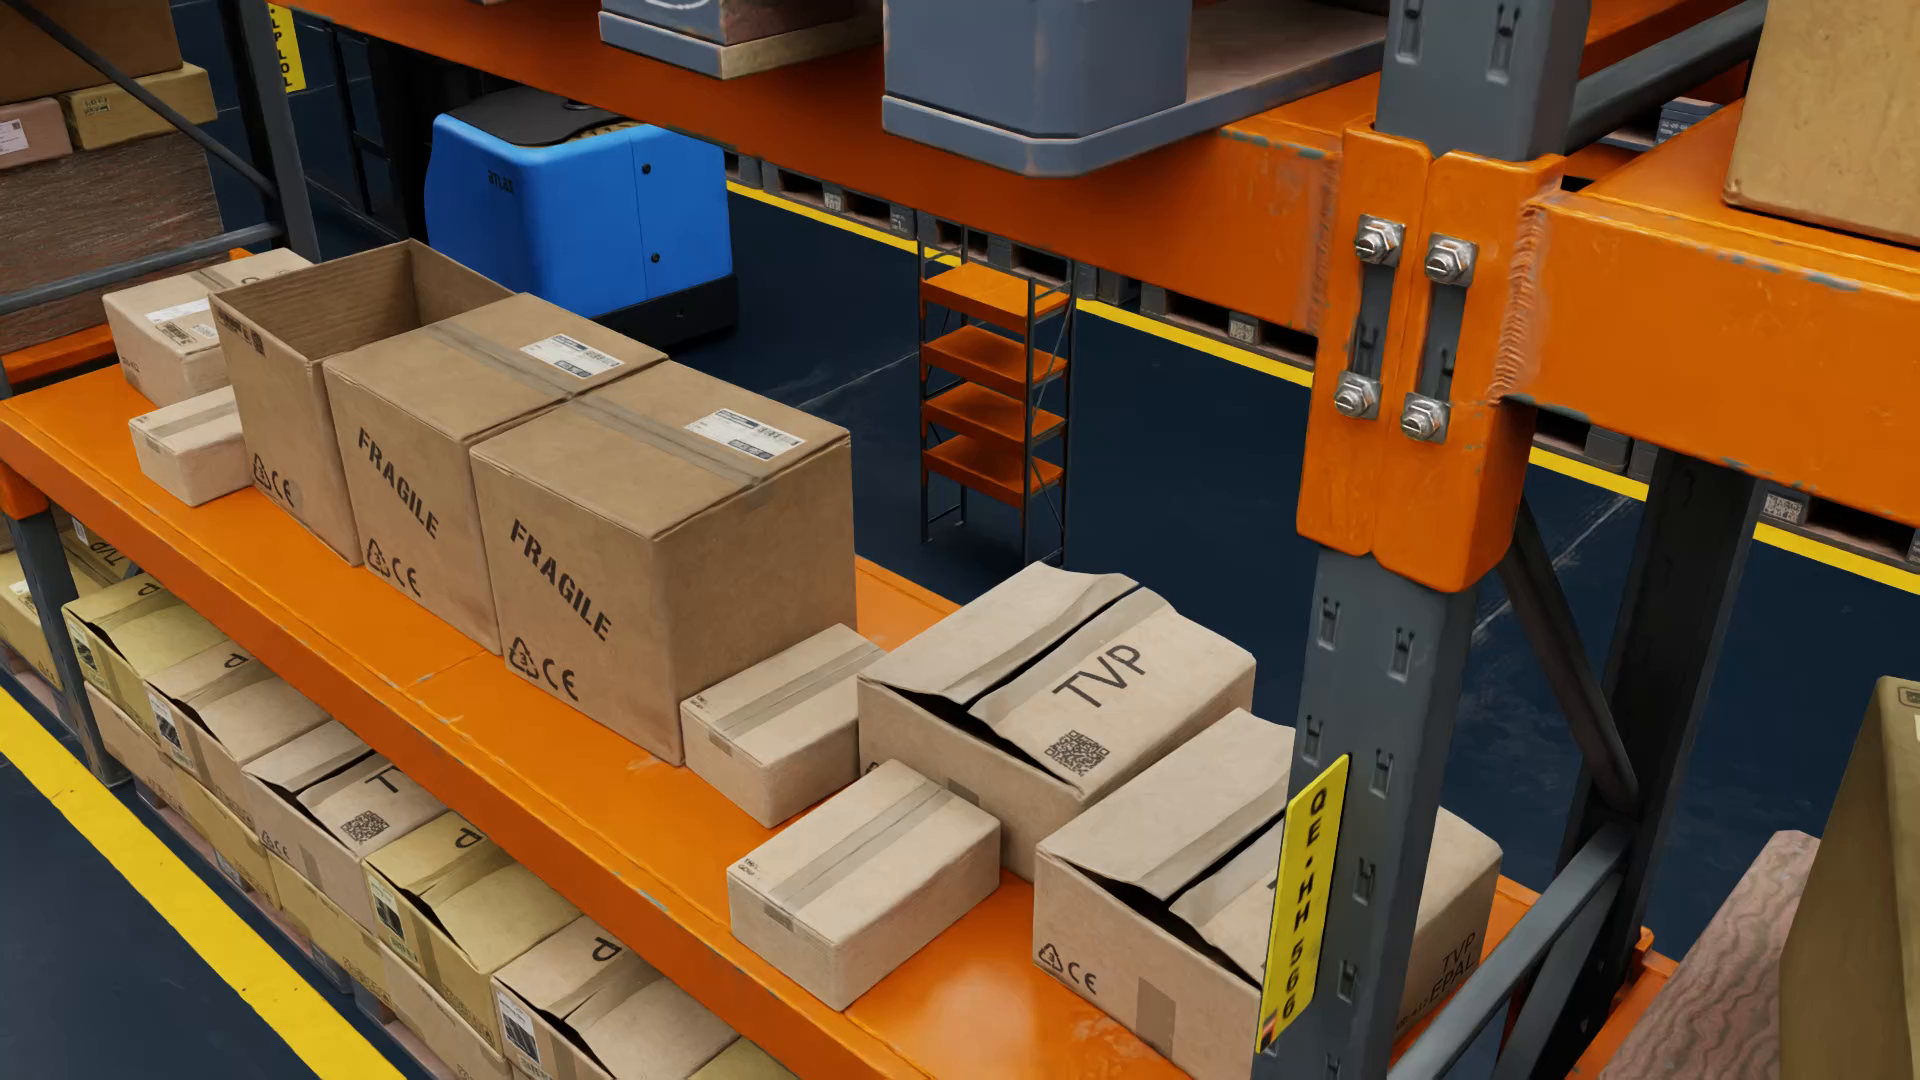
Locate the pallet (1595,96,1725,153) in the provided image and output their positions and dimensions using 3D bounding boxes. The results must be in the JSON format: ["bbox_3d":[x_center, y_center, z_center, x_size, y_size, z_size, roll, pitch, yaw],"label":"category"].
[{"bbox_3d":[2.529,-1.840,6.585,1.213,0.211,1.003,25,39,35],"label":"pallet"}]

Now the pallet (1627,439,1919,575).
[{"bbox_3d":[3.446,-0.330,6.593,1.213,0.211,1.003,25,39,35],"label":"pallet"}]

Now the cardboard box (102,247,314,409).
[{"bbox_3d":[-1.869,-0.524,4.358,0.500,0.250,0.500,-27,40,-37],"label":"cardboard box"}]

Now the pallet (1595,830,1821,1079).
[{"bbox_3d":[1.252,0.932,1.979,1.003,0.211,1.213,25,39,35],"label":"pallet"}]

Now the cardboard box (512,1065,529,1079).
[{"bbox_3d":[-0.607,1.199,3.608,0.500,0.250,0.500,26,40,36],"label":"cardboard box"}]

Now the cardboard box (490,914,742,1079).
[{"bbox_3d":[-0.613,0.960,3.462,0.500,0.311,0.500,25,39,35],"label":"cardboard box"}]

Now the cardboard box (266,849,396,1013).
[{"bbox_3d":[-1.366,0.846,4.195,0.500,0.250,0.500,24,38,34],"label":"cardboard box"}]

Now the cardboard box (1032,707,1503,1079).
[{"bbox_3d":[0.462,0.538,2.535,0.500,0.311,0.500,-27,40,-37],"label":"cardboard box"}]

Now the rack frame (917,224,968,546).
[{"bbox_3d":[-0.058,-0.541,5.986,0.015,1.200,0.240,25,39,35],"label":"rack frame"}]

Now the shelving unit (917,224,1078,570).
[{"bbox_3d":[0.123,-0.457,5.845,0.503,1.200,0.258,25,39,35],"label":"shelving unit"}]

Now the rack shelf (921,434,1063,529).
[{"bbox_3d":[0.123,-0.229,5.982,0.480,0.148,0.258,25,39,35],"label":"rack shelf"}]

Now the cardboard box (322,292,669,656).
[{"bbox_3d":[-0.943,-0.157,3.506,0.500,0.500,0.500,25,39,35],"label":"cardboard box"}]

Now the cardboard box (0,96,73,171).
[{"bbox_3d":[-2.608,-1.075,4.401,0.250,0.149,0.380,25,39,35],"label":"cardboard box"}]

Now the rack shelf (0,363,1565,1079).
[{"bbox_3d":[-0.780,0.258,3.610,4.000,0.370,1.077,25,39,35],"label":"rack shelf"}]

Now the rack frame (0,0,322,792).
[{"bbox_3d":[-2.263,-0.742,4.574,0.127,3.000,1.000,25,39,35],"label":"rack frame"}]

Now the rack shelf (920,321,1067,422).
[{"bbox_3d":[0.123,-0.591,5.765,0.480,0.148,0.258,25,39,35],"label":"rack shelf"}]

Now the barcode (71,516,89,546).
[{"bbox_3d":[-2.353,-0.023,4.447,0.075,0.075,0.001,25,39,35],"label":"barcode"}]

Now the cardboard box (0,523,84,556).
[{"bbox_3d":[-3.118,0.002,5.597,0.500,0.250,0.500,25,39,35],"label":"cardboard box"}]

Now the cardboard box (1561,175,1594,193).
[{"bbox_3d":[2.690,-1.319,6.802,0.500,0.250,0.500,25,39,35],"label":"cardboard box"}]

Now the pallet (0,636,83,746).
[{"bbox_3d":[-2.825,0.161,5.777,1.213,0.211,1.003,25,39,35],"label":"pallet"}]

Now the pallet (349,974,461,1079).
[{"bbox_3d":[-0.782,1.115,4.193,1.213,0.211,1.003,25,39,35],"label":"pallet"}]

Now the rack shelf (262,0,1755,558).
[{"bbox_3d":[-0.780,-1.027,2.836,4.000,0.370,1.077,25,39,35],"label":"rack shelf"}]

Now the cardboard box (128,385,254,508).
[{"bbox_3d":[-1.743,-0.250,4.000,0.250,0.149,0.380,25,39,35],"label":"cardboard box"}]

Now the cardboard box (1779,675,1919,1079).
[{"bbox_3d":[1.245,0.594,1.850,0.500,0.500,0.700,12,33,19],"label":"cardboard box"}]

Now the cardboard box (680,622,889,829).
[{"bbox_3d":[-0.281,0.330,3.037,0.380,0.149,0.250,-26,40,-36],"label":"cardboard box"}]

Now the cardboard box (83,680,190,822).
[{"bbox_3d":[-2.130,0.490,4.786,0.500,0.250,0.500,24,38,34],"label":"cardboard box"}]

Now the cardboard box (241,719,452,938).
[{"bbox_3d":[-1.372,0.608,4.047,0.500,0.311,0.500,24,38,34],"label":"cardboard box"}]

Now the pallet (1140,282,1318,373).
[{"bbox_3d":[1.636,-1.174,7.996,1.213,0.211,1.003,25,39,35],"label":"pallet"}]

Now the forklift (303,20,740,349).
[{"bbox_3d":[-2.395,-2.636,7.787,1.130,2.935,3.031,-25,39,-35],"label":"forklift"}]

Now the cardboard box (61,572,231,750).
[{"bbox_3d":[-2.124,0.254,4.635,0.500,0.311,0.500,25,39,35],"label":"cardboard box"}]

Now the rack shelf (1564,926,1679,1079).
[{"bbox_3d":[2.186,1.643,1.310,4.000,0.370,1.077,25,39,35],"label":"rack shelf"}]

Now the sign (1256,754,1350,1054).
[{"bbox_3d":[0.333,0.360,1.622,0.005,0.325,0.100,25,39,35],"label":"sign"}]

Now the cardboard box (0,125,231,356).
[{"bbox_3d":[-2.596,-0.936,4.800,0.500,0.500,0.700,24,38,34],"label":"cardboard box"}]
